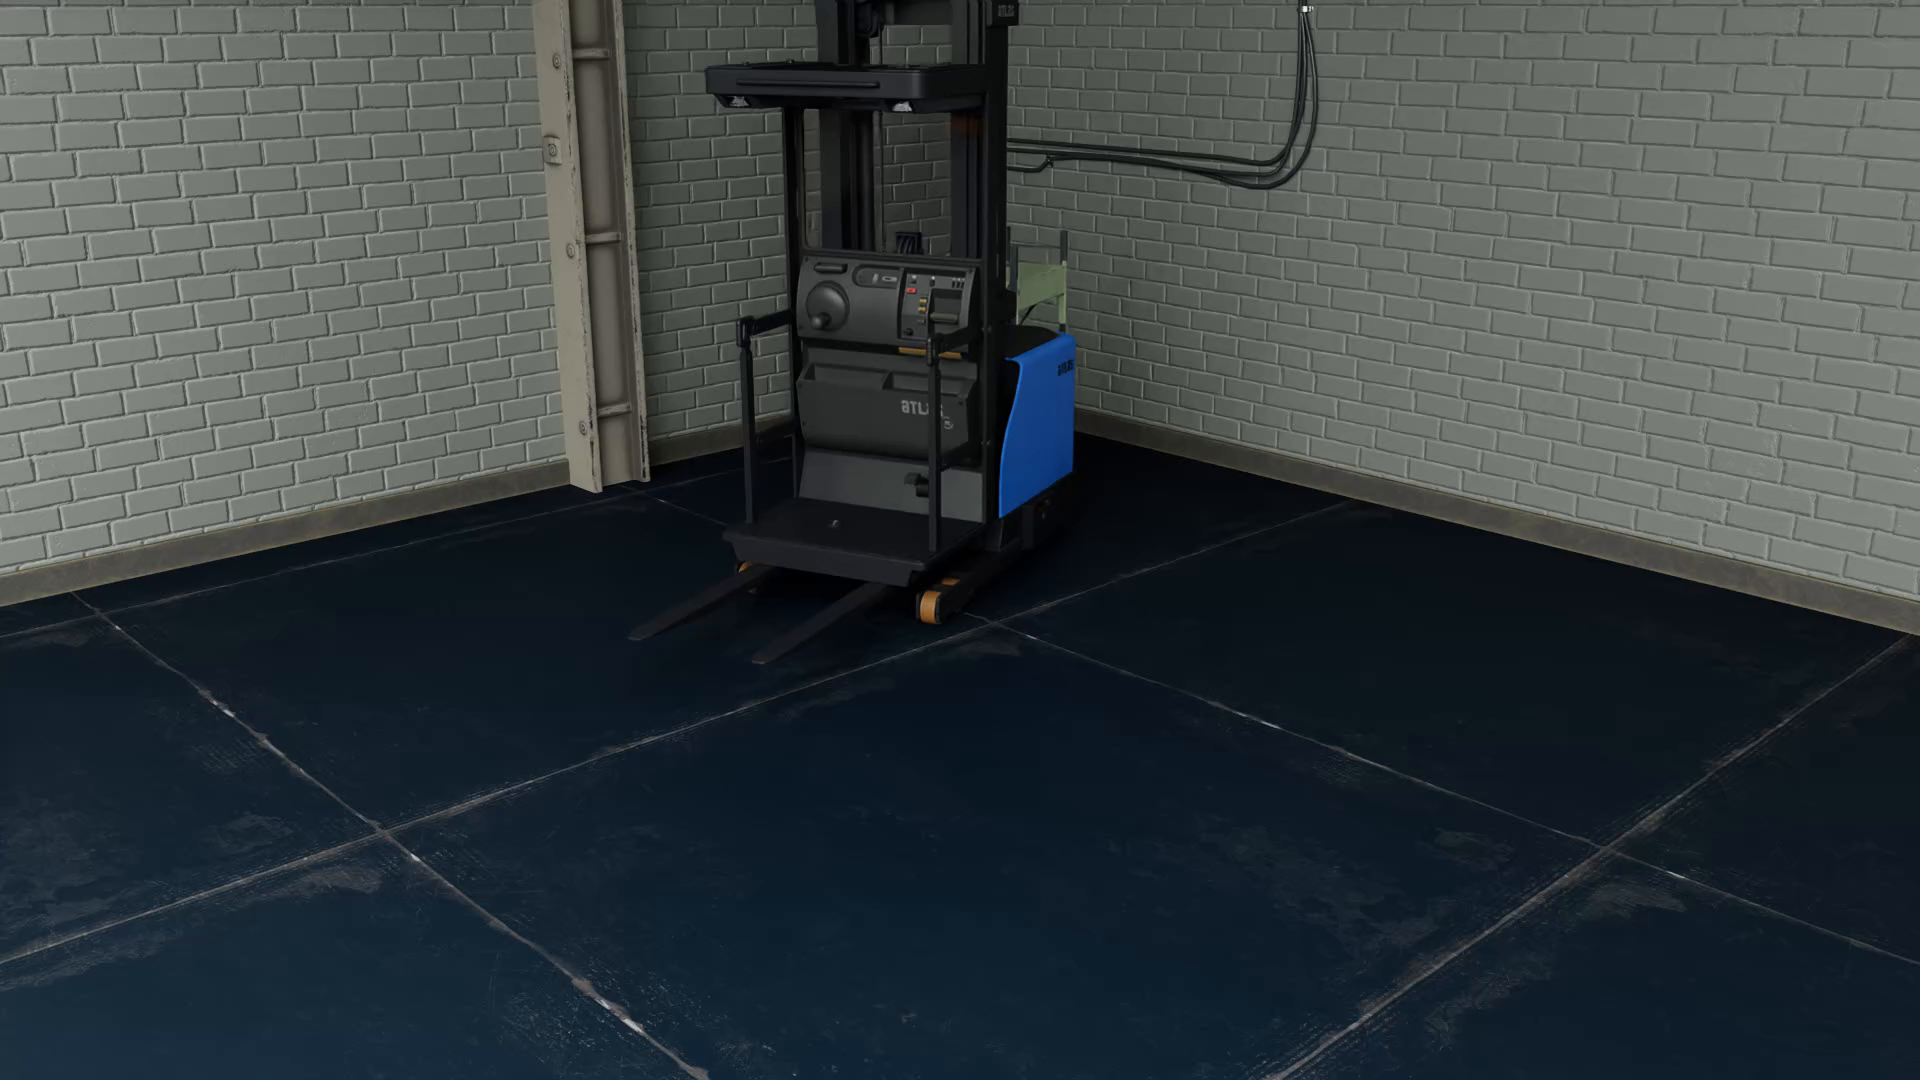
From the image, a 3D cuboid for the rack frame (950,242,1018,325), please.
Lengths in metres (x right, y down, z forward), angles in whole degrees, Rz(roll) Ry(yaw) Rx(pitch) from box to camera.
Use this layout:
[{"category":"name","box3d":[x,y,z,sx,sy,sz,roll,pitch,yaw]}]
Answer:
[{"category":"rack frame","box3d":[0.129,-0.911,9.361,0.400,1.500,0.023,8,20,24]}]

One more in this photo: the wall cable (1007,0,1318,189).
[{"category":"wall cable","box3d":[0.926,-3.486,10.180,0.112,2.526,3.097,-16,24,-41]}]

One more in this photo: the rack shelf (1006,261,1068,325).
[{"category":"rack shelf","box3d":[0.286,-1.384,9.556,0.431,0.370,0.720,8,20,24]}]

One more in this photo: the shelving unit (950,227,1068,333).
[{"category":"shelving unit","box3d":[0.286,-1.013,9.676,0.431,1.500,0.755,8,20,24]}]

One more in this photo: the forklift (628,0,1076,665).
[{"category":"forklift","box3d":[-0.449,-1.148,7.774,1.130,2.935,3.031,8,20,24]}]

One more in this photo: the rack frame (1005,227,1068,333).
[{"category":"rack frame","box3d":[0.442,-1.115,9.991,0.400,1.500,0.023,8,20,24]}]

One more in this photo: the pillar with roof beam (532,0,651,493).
[{"category":"pillar with roof beam","box3d":[0.835,-3.670,5.714,0.400,9.000,9.100,-16,24,-41]}]
